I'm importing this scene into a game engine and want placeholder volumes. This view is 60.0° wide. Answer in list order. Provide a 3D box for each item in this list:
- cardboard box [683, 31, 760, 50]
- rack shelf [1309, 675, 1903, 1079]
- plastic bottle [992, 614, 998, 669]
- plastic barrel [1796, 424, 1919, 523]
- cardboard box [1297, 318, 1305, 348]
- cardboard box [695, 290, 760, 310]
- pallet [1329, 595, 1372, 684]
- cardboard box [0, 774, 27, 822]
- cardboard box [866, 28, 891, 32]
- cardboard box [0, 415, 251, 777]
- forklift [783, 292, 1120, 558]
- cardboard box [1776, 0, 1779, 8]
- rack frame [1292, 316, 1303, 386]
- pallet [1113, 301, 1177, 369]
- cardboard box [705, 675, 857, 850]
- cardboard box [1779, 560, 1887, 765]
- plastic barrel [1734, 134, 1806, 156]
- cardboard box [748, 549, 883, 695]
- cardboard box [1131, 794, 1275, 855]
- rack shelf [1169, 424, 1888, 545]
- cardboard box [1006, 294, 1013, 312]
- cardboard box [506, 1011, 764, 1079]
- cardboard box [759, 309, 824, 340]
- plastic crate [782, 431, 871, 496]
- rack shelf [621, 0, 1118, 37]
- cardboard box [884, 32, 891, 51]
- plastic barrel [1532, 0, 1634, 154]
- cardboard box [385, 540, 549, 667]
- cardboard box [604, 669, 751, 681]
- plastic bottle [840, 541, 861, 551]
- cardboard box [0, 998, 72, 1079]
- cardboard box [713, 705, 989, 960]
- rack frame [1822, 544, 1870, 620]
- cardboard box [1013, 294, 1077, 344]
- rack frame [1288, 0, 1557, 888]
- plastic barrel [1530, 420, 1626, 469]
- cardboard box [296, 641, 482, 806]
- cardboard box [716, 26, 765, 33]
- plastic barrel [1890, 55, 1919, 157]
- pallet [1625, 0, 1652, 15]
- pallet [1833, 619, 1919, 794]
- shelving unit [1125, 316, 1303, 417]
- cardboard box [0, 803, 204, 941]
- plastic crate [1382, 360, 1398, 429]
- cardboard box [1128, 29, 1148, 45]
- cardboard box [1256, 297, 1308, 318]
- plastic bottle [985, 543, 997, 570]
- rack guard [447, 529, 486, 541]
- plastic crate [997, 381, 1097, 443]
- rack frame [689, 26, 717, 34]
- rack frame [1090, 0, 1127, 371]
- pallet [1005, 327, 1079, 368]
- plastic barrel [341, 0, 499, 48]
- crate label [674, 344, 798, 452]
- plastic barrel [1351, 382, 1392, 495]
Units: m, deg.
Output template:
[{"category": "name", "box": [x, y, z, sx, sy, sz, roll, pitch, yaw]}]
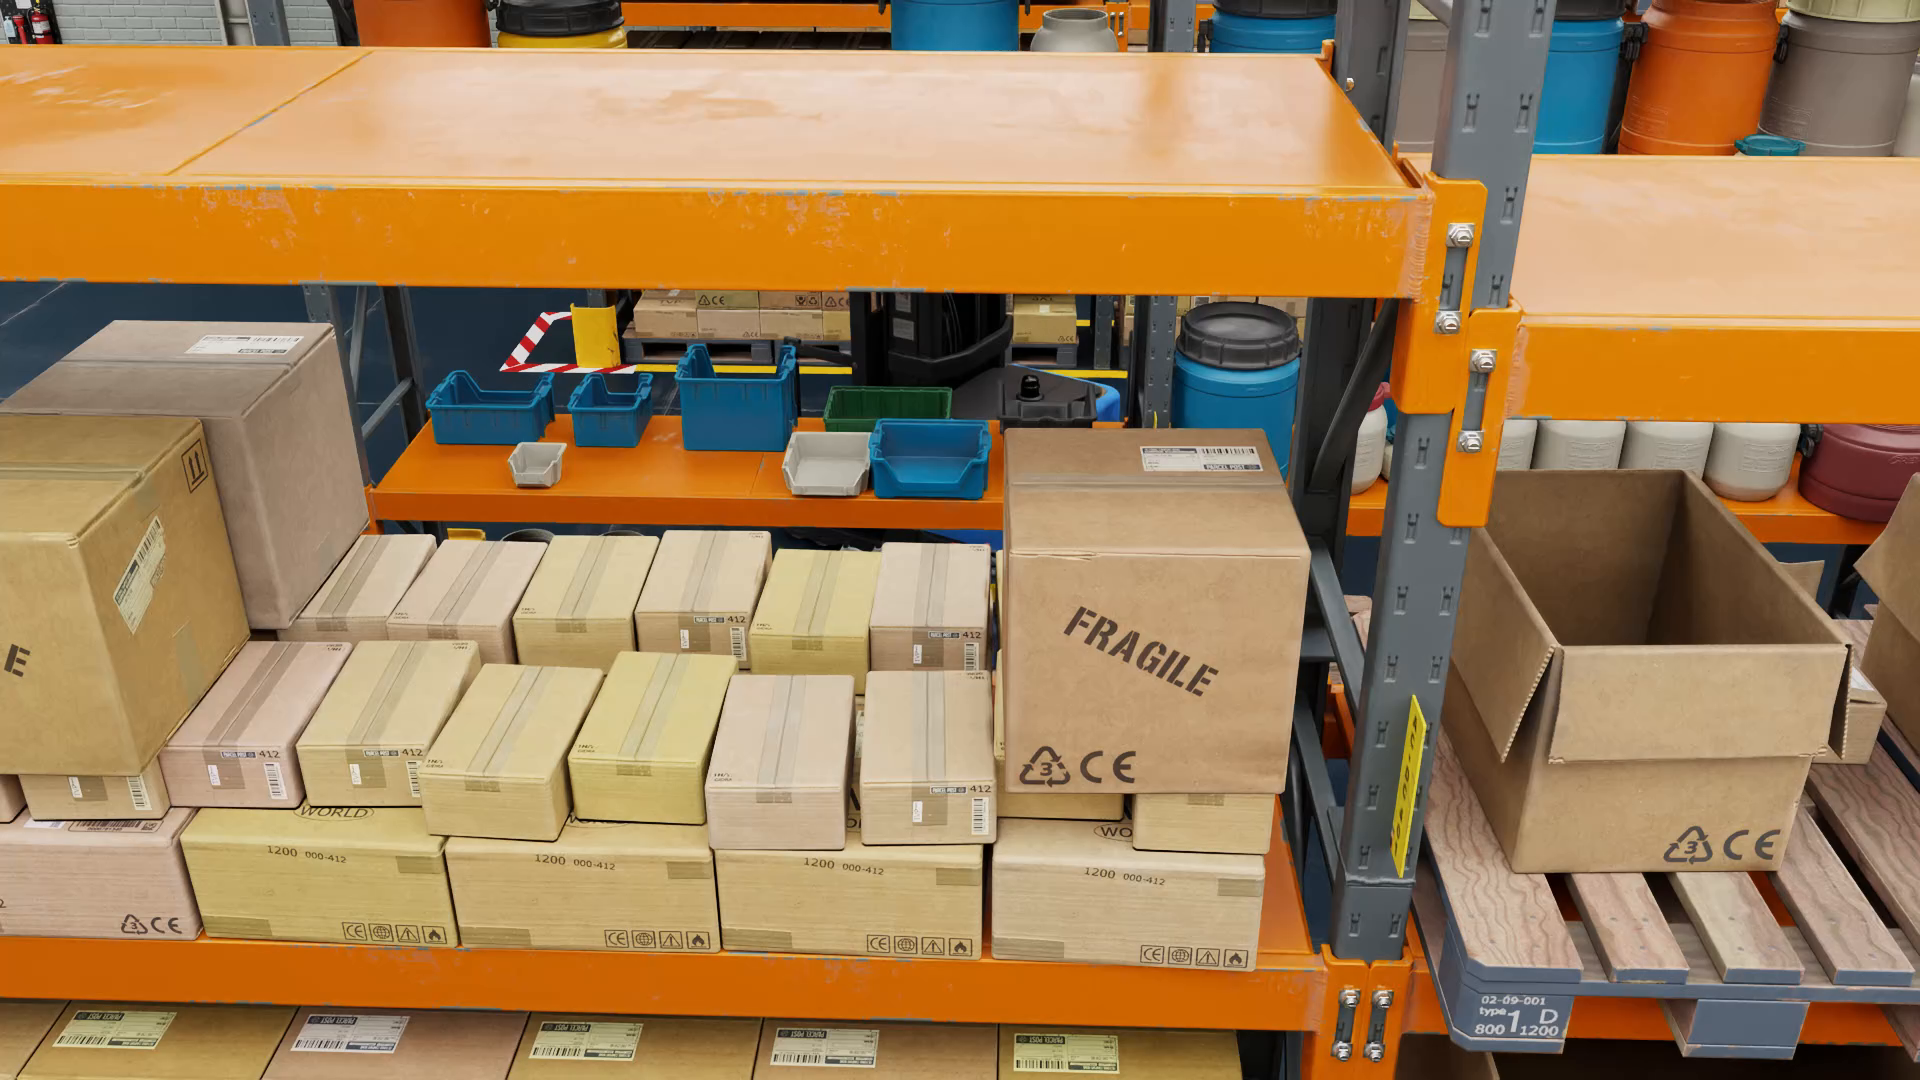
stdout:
[{"category": "cardboard box", "box": [-1.807, -3.569, 12.713, 0.500, 0.500, 0.700, 0, 28, 0]}, {"category": "rack shelf", "box": [2.791, 0.756, 3.611, 4.000, 0.370, 1.077, 1, 28, 2]}, {"category": "plastic bottle", "box": [0.121, 0.510, 8.870, 0.185, 0.351, 0.144, 0, 28, -1]}, {"category": "plastic barrel", "box": [4.490, -0.447, 8.171, 0.708, 0.536, 0.600, 1, 28, 2]}, {"category": "cardboard box", "box": [2.568, -1.738, 13.238, 0.500, 0.250, 0.500, 0, 28, 0]}, {"category": "cardboard box", "box": [-1.824, -2.154, 13.222, 0.500, 0.500, 0.500, 1, 28, 2]}, {"category": "pallet", "box": [1.753, 0.639, 9.244, 1.213, 0.211, 1.003, 1, 28, 2]}, {"category": "cardboard box", "box": [-1.914, 0.382, 3.284, 0.250, 0.149, 0.380, 1, 28, 2]}, {"category": "cardboard box", "box": [-0.689, -5.389, 16.977, 0.500, 0.500, 0.500, 2, 28, 3]}, {"category": "cardboard box", "box": [-1.731, 0.094, 3.135, 0.500, 0.500, 0.500, 1, 28, 2]}, {"category": "forklift", "box": [-0.530, -1.449, 10.280, 3.031, 2.935, 1.130, 16, 32, 28]}, {"category": "cardboard box", "box": [5.580, -4.218, 12.120, 0.500, 0.500, 0.910, 1, 28, 2]}, {"category": "rack frame", "box": [2.059, -0.572, 10.153, 0.032, 1.500, 0.500, -6, 29, -12]}, {"category": "pallet", "box": [1.883, -1.680, 13.619, 1.213, 0.211, 1.003, 1, 28, 2]}, {"category": "cardboard box", "box": [-0.337, 0.422, 3.208, 0.250, 0.149, 0.380, 0, 28, 0]}, {"category": "cardboard box", "box": [1.735, 0.248, 3.497, 0.258, 0.266, 0.396, 2, 28, 4]}, {"category": "plastic barrel", "box": [3.685, -1.697, 7.620, 0.301, 0.262, 0.301, 0, 28, 0]}, {"category": "cardboard box", "box": [-0.308, 0.175, 3.674, 0.250, 0.149, 0.380, 2, 28, 3]}, {"category": "cardboard box", "box": [0.457, 0.426, 3.202, 0.250, 0.149, 0.380, 2, 28, 3]}, {"category": "rack shelf", "box": [2.966, -0.237, 8.687, 4.000, 0.370, 1.077, 1, 28, 2]}, {"category": "cardboard box", "box": [0.175, -2.127, 13.172, 0.500, 0.500, 0.500, 1, 28, 2]}, {"category": "cardboard box", "box": [-0.667, 1.219, 3.682, 0.500, 0.500, 0.500, 1, 28, 2]}, {"category": "cardboard box", "box": [-1.325, -1.815, 13.384, 0.500, 0.250, 0.500, 1, 28, 2]}, {"category": "plastic crate", "box": [-0.665, -0.379, 8.470, 0.437, 0.136, 0.530, 1, 28, 2]}, {"category": "rack shelf", "box": [-0.853, -3.946, 12.483, 4.000, 0.370, 1.077, 1, 28, 2]}, {"category": "cardboard box", "box": [-0.304, -3.544, 12.666, 0.500, 0.500, 0.700, 1, 28, 2]}, {"category": "plastic barrel", "box": [2.790, -2.206, 7.896, 0.708, 0.901, 0.600, 1, 28, 2]}, {"category": "cardboard box", "box": [-1.085, 0.154, 3.714, 0.250, 0.149, 0.380, 2, 28, 3]}, {"category": "cardboard box", "box": [-0.674, 0.325, 3.817, 0.500, 0.250, 0.500, 0, 28, 0]}, {"category": "plastic bottle", "box": [-0.625, 0.168, 9.515, 0.185, 0.351, 0.144, 2, 28, 4]}, {"category": "cardboard box", "box": [-2.166, 1.196, 3.725, 0.500, 0.500, 0.500, 1, 28, 2]}, {"category": "cardboard box", "box": [-0.194, 0.573, 3.349, 0.500, 0.250, 0.500, 2, 28, 3]}, {"category": "rack frame", "box": [4.964, -0.521, 8.456, 0.127, 3.000, 1.000, 1, 28, 2]}, {"category": "cardboard box", "box": [0.674, -1.782, 13.322, 0.500, 0.250, 0.500, 1, 28, 2]}, {"category": "rack frame", "box": [0.792, -0.920, 2.803, 0.127, 3.000, 1.000, 1, 28, 2]}, {"category": "plastic barrel", "box": [3.081, -0.510, 8.289, 0.433, 0.535, 0.433, 0, 28, 0]}, {"category": "cardboard box", "box": [-1.127, 0.360, 3.325, 0.250, 0.149, 0.380, 0, 28, 0]}, {"category": "cardboard box", "box": [-2.215, -5.416, 17.028, 0.500, 0.500, 0.500, 1, 28, 2]}, {"category": "plastic barrel", "box": [4.665, -2.045, 8.008, 0.421, 0.512, 0.421, 0, 28, 0]}, {"category": "pallet", "box": [4.462, -4.051, 12.114, 1.003, 0.211, 1.213, 2, 28, 4]}, {"category": "pallet", "box": [2.442, 0.564, 3.406, 1.003, 0.211, 1.213, 1, 28, 2]}, {"category": "shelving unit", "box": [1.574, -0.517, 10.049, 1.083, 1.500, 0.587, -6, 29, -12]}, {"category": "cardboard box", "box": [-1.723, 0.550, 3.392, 0.500, 0.250, 0.500, 1, 28, 2]}, {"category": "plastic crate", "box": [2.080, -0.708, 8.825, 0.575, 0.384, 0.392, 1, 28, 2]}, {"category": "cardboard box", "box": [1.824, -5.439, 17.156, 0.500, 0.500, 0.700, 1, 28, 2]}, {"category": "cardboard box", "box": [2.567, -1.982, 13.101, 0.500, 0.311, 0.500, 0, 28, 0]}, {"category": "plastic bottle", "box": [0.175, 0.181, 9.490, 0.185, 0.351, 0.144, 2, 28, 3]}, {"category": "rack guard", "box": [-2.953, 0.430, 9.330, 0.348, 0.500, 1.175, 1, 28, 2]}, {"category": "plastic crate", "box": [0.448, -0.628, 8.724, 0.504, 0.338, 0.767, 1, 28, 2]}, {"category": "rack frame", "box": [-2.681, -5.291, 17.453, 0.127, 3.000, 1.000, 1, 28, 2]}, {"category": "rack frame", "box": [1.145, -2.906, 12.955, 0.127, 3.000, 1.000, 1, 28, 2]}, {"category": "pallet", "box": [0.352, -1.707, 13.669, 1.213, 0.211, 1.003, 1, 28, 2]}, {"category": "plastic barrel", "box": [-2.541, -2.406, 7.901, 0.708, 0.830, 0.600, 1, 28, 2]}, {"category": "crate label", "box": [-1.182, -0.765, 8.879, 0.616, 0.435, 0.502, 1, 28, 2]}, {"category": "plastic barrel", "box": [1.915, -0.529, 8.326, 0.433, 0.535, 0.433, 0, 28, 0]}]
